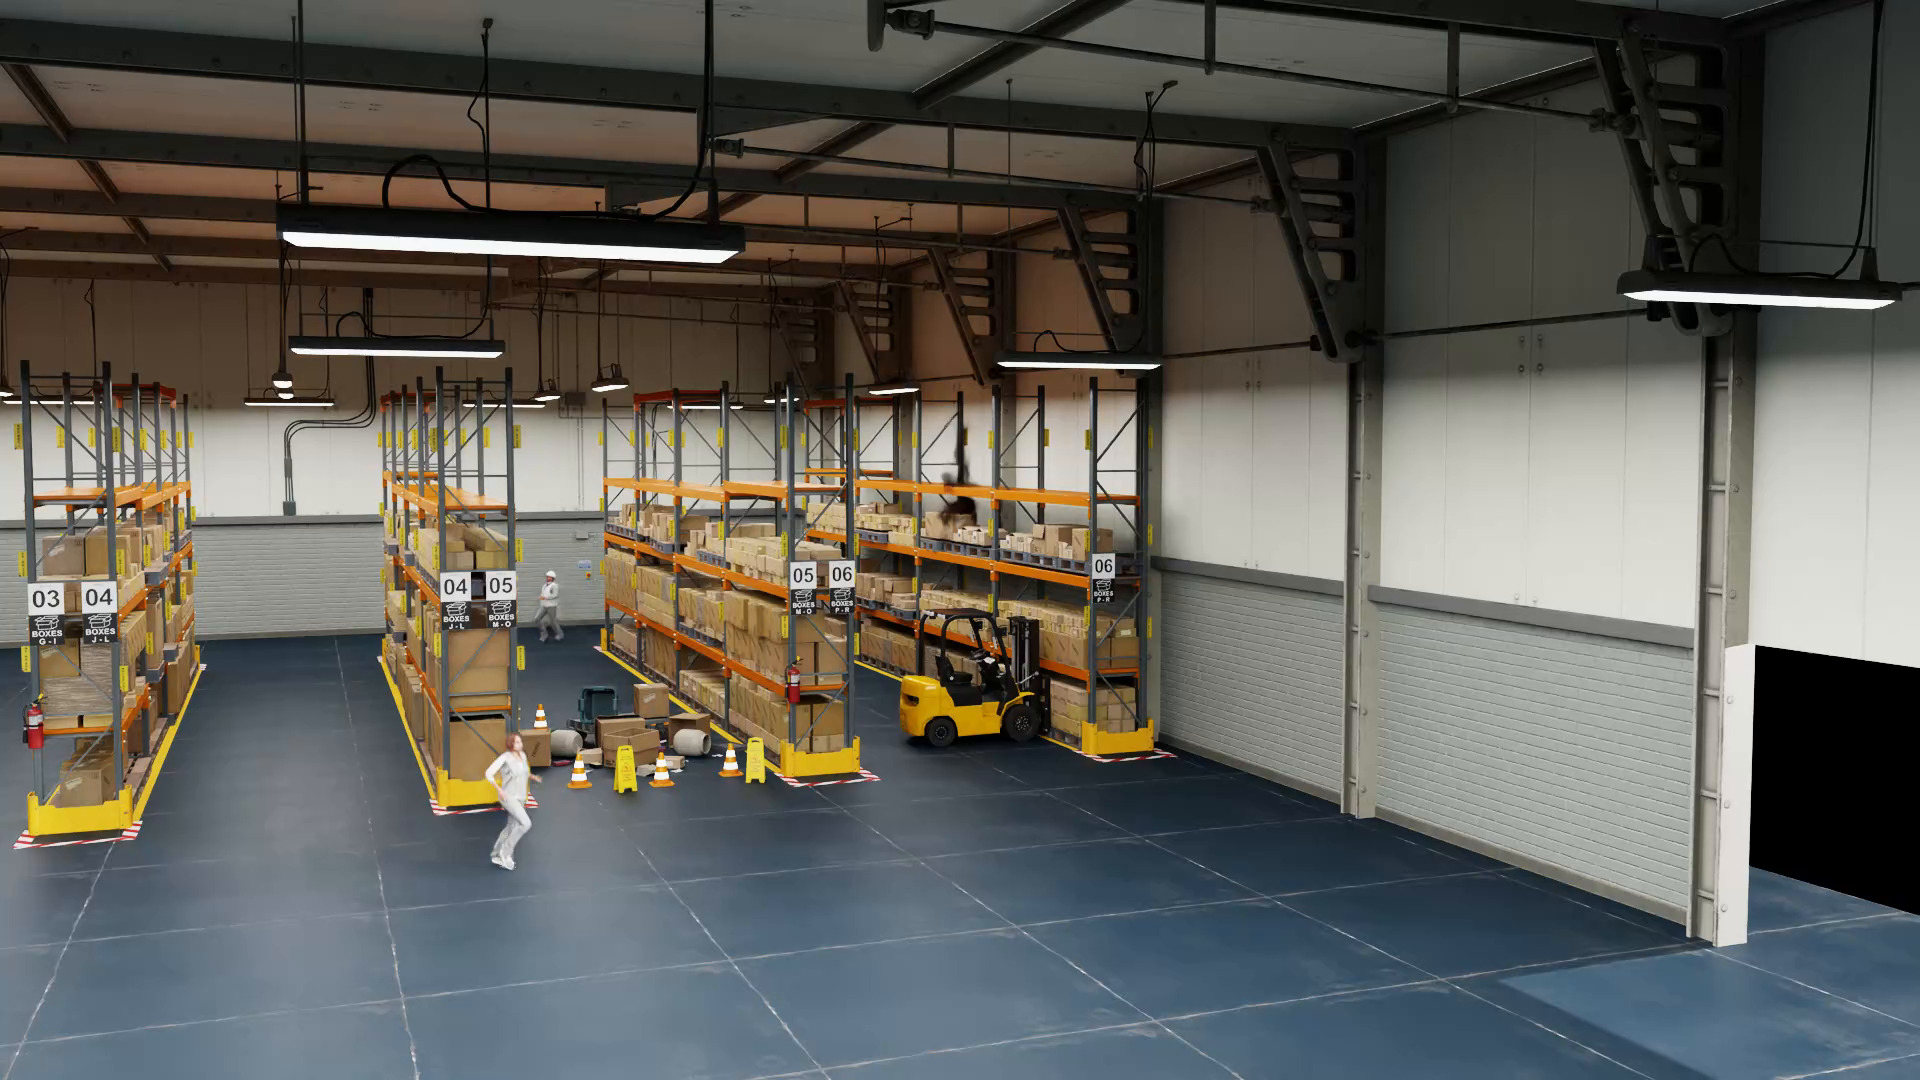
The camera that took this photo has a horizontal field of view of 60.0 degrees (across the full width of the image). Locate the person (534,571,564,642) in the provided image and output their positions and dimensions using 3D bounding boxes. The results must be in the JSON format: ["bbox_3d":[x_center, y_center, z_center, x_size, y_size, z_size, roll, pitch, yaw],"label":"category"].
[{"bbox_3d":[-10.209,1.623,41.290,0.662,1.724,0.737,3,5,41],"label":"person"}]

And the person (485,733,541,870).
[{"bbox_3d":[-5.194,3.041,19.424,0.639,1.585,0.511,1,4,19],"label":"person"}]
